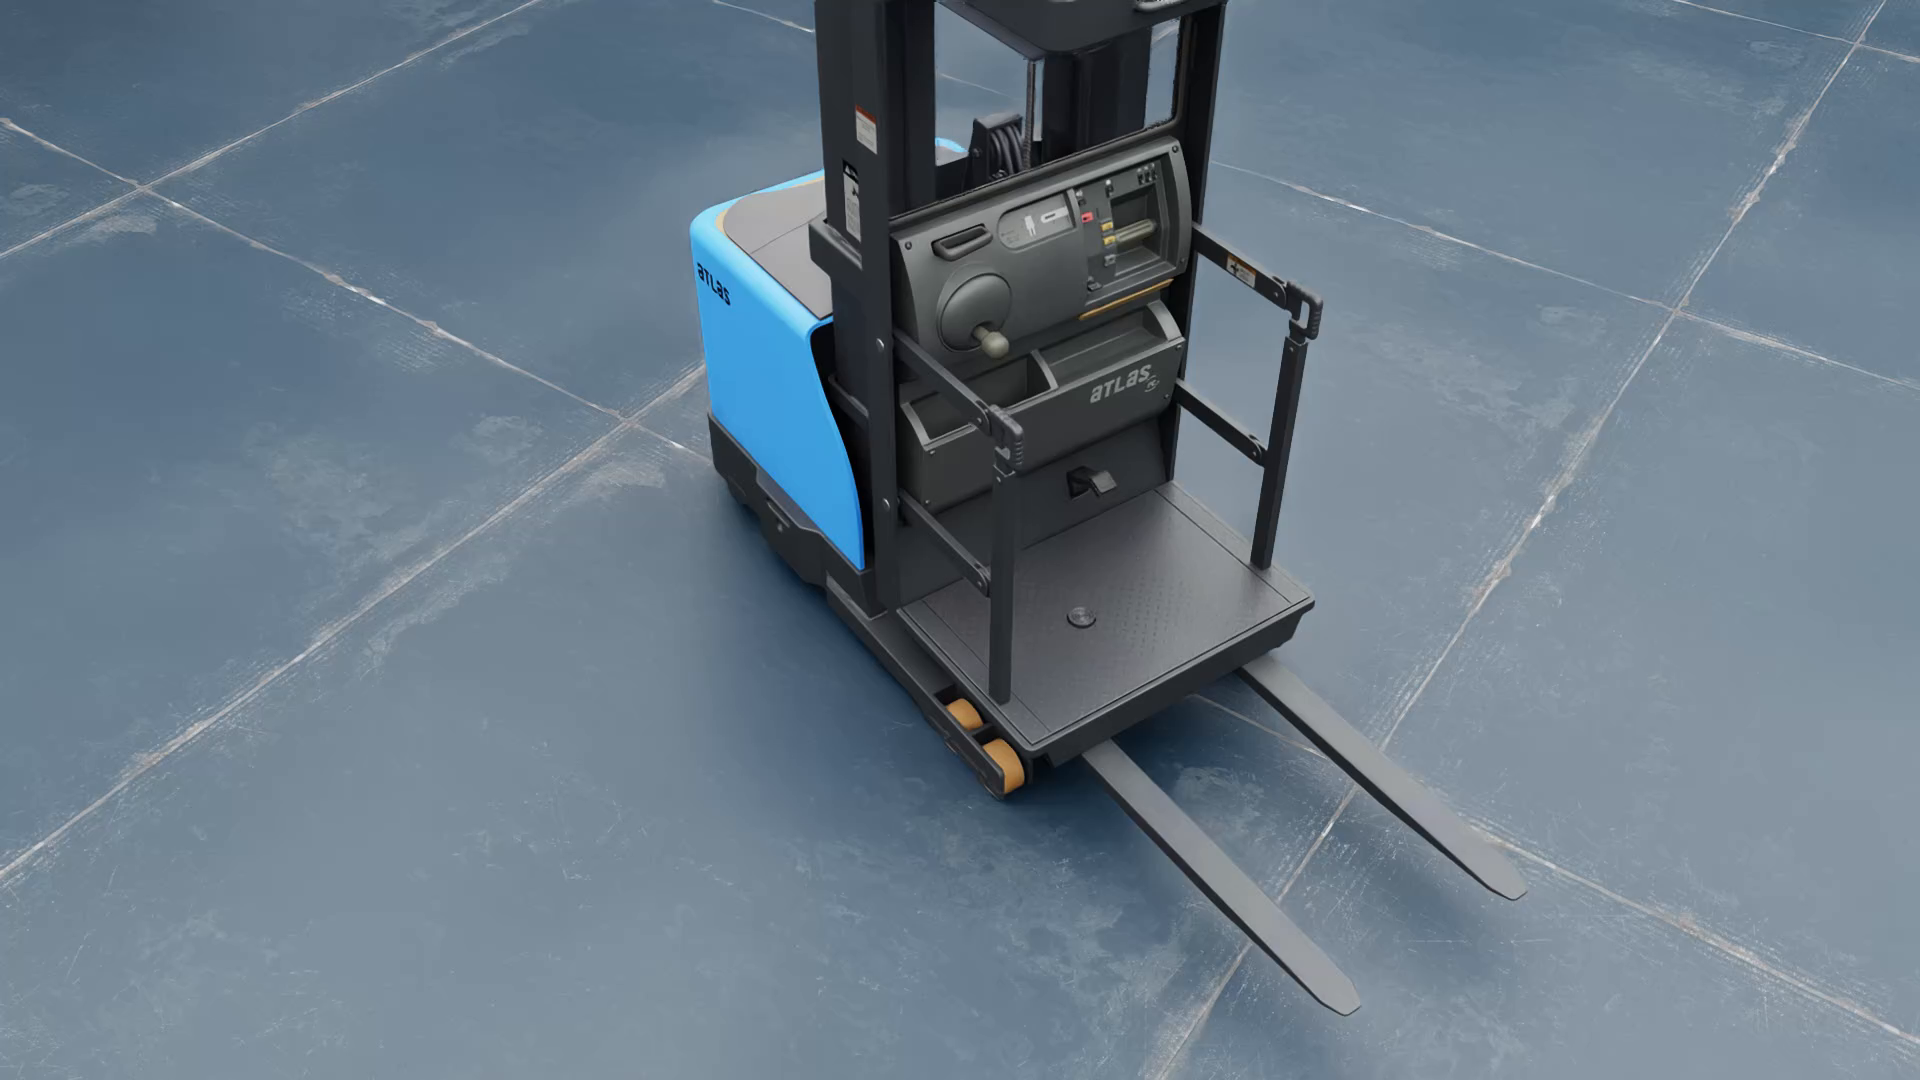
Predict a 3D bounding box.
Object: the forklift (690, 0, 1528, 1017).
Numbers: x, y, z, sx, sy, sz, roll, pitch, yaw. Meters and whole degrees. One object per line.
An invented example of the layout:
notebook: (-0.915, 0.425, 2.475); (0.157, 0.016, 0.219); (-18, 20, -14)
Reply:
forklift: (0.368, -0.708, 4.343); (1.130, 2.935, 3.031); (-25, 47, -25)

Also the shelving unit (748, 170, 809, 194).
shelving unit: (-0.564, -0.858, 6.028); (0.258, 0.900, 0.210); (-26, 46, -26)

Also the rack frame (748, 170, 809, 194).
rack frame: (-0.623, -0.910, 6.092); (0.240, 0.900, 0.006); (-26, 46, -26)
